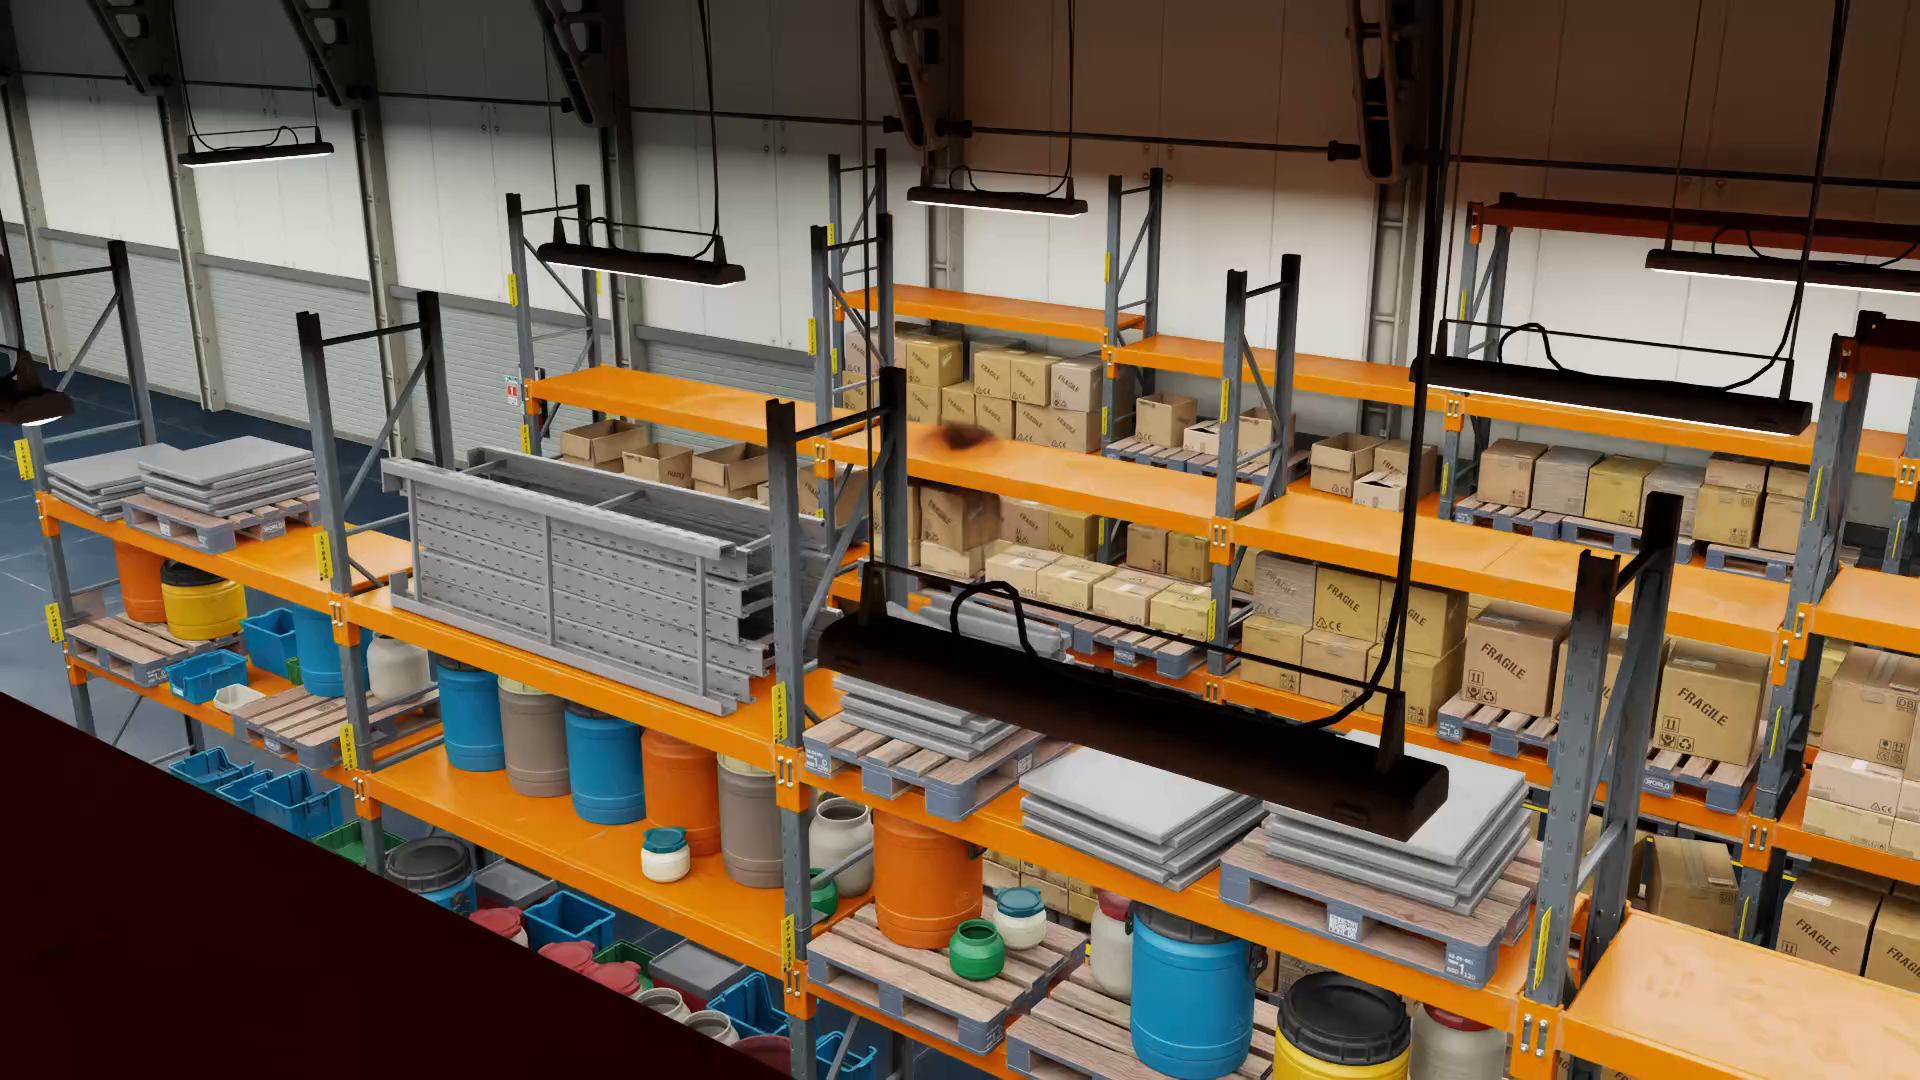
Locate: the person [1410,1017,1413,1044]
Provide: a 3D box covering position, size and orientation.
[{"bbox_3d":[2.903,3.877,10.848,0.551,1.682,0.346,16,24,40],"label":"person"}]
